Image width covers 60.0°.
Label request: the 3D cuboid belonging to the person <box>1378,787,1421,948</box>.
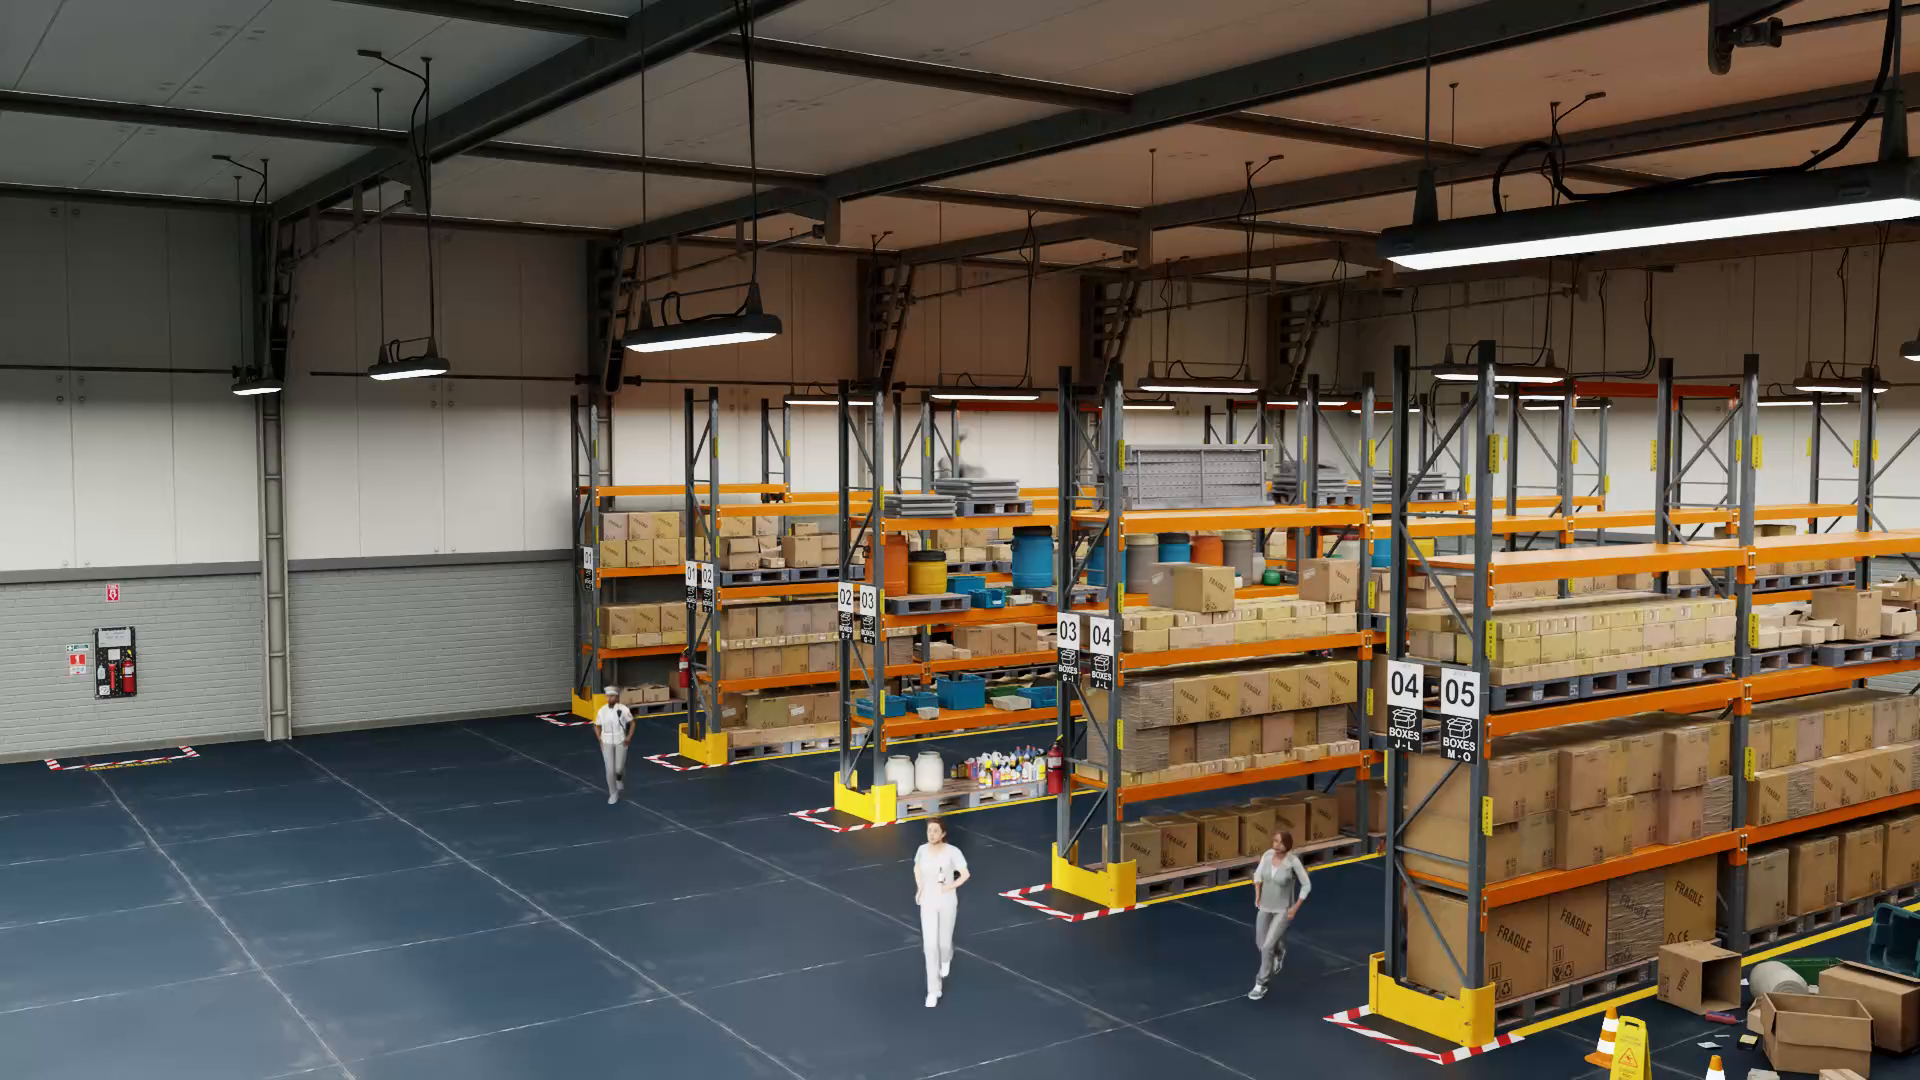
[{"bbox_3d":[4.532,3.305,16.807,0.583,1.675,0.651,-3,4,-37],"label":"person"}]

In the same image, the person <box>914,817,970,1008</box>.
[{"bbox_3d":[-0.181,3.407,15.478,0.560,1.668,0.863,1,4,11],"label":"person"}]

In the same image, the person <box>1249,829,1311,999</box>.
[{"bbox_3d":[2.991,3.460,15.542,0.549,1.568,0.681,2,4,36],"label":"person"}]

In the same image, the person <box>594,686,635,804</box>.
[{"bbox_3d":[-4.949,2.912,23.816,0.575,1.667,0.528,0,3,-4],"label":"person"}]
